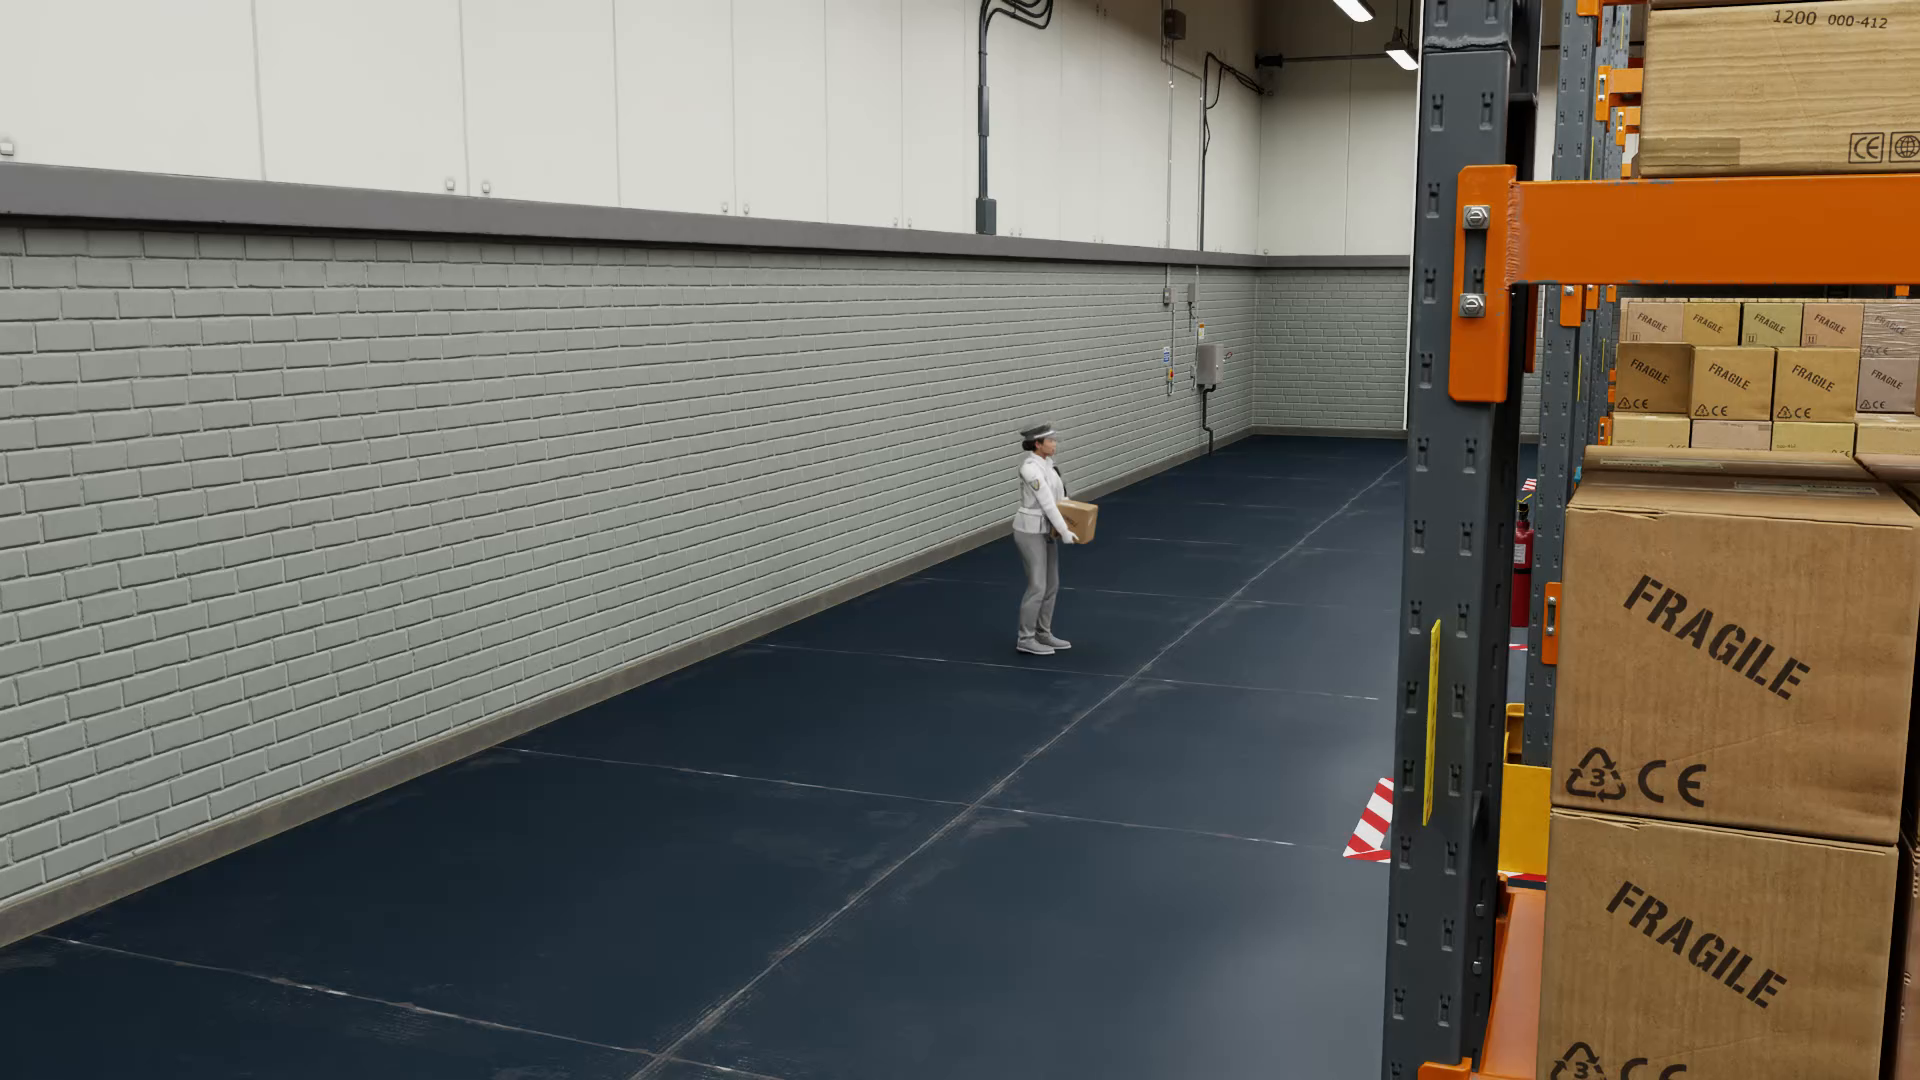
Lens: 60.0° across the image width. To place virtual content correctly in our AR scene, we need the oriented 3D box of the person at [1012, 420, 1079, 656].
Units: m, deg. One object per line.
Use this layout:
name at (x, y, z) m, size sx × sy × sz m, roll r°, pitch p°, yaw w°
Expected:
person at (0.647, -0.026, 11.976) m, size 0.522 × 1.687 × 0.416 m, roll 3°, pitch 9°, yaw 20°
